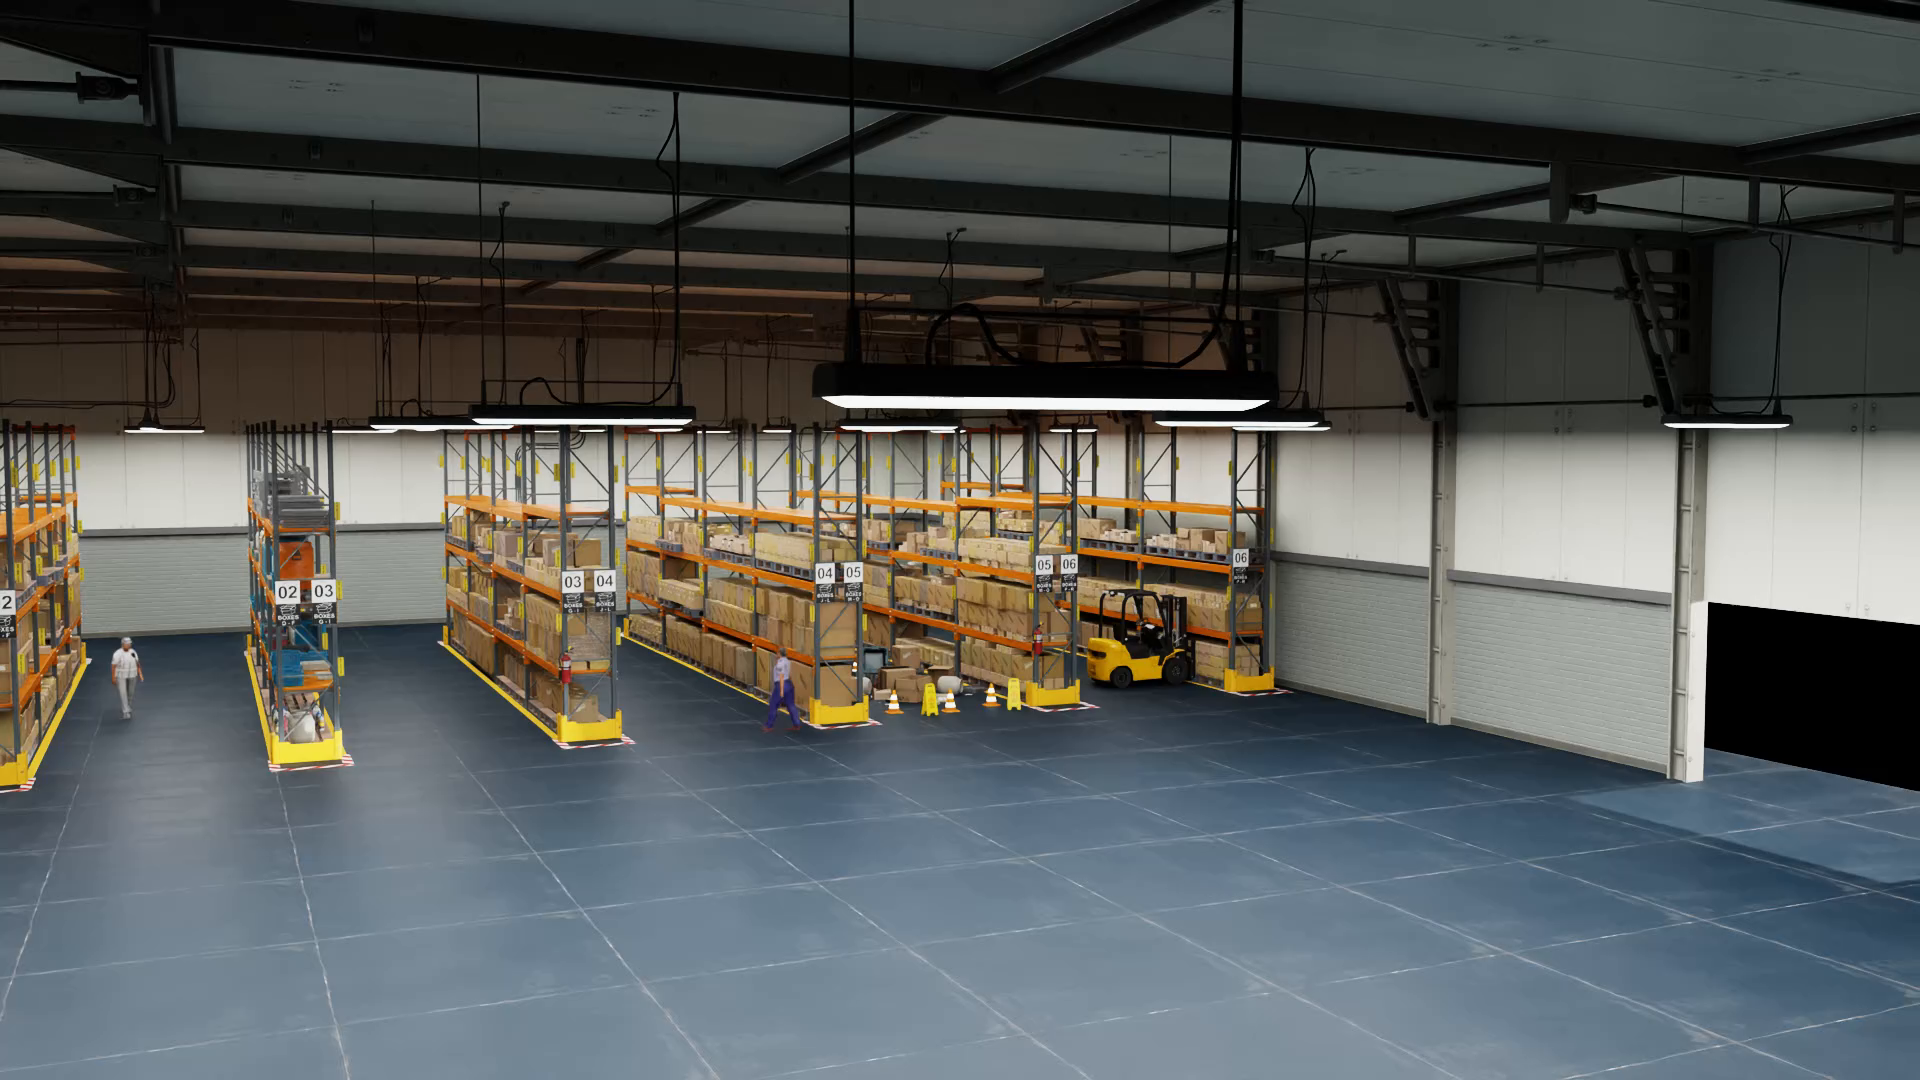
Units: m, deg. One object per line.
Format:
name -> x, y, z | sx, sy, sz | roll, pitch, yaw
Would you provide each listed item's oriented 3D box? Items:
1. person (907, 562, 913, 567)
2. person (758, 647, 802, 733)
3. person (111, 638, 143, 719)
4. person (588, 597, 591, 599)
person -> -1.585, 1.553, 52.713 | 1.093, 1.729, 0.488 | -1, 4, -21
person -> -3.465, 2.901, 32.236 | 0.761, 1.644, 0.590 | 1, 4, 22
person -> -16.980, 2.777, 33.879 | 0.549, 1.591, 1.066 | -3, 5, -40
person -> -10.767, 1.881, 47.318 | 0.589, 1.713, 1.121 | -1, 4, -22
